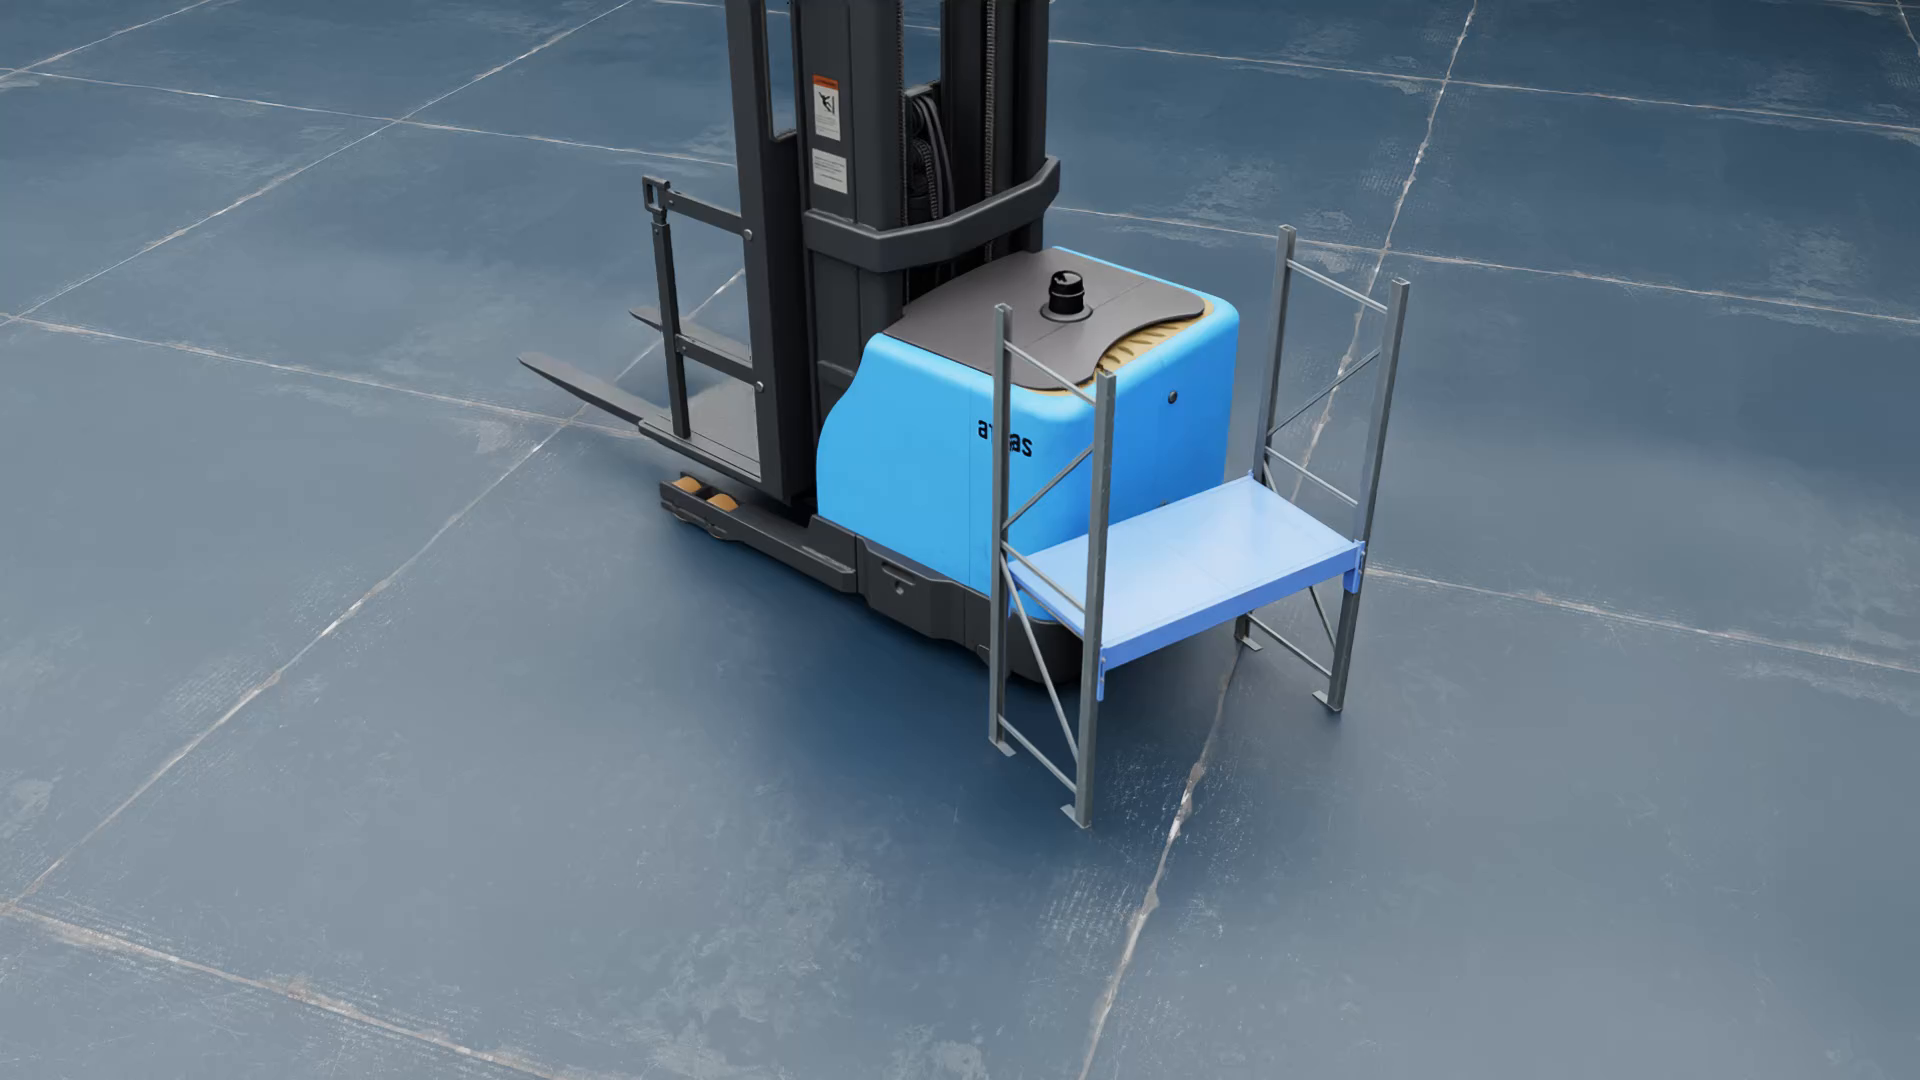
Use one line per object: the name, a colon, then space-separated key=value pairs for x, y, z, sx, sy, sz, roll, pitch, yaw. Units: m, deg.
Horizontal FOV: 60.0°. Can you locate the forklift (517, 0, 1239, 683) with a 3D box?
forklift: x=-0.511 y=-1.429 z=5.761 sx=3.031 sy=2.935 sz=1.130 roll=25 pitch=40 yaw=33

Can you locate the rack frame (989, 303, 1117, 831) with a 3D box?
rack frame: x=0.240 y=0.112 z=4.694 sx=0.032 sy=1.500 sz=0.500 roll=-19 pitch=38 yaw=-27

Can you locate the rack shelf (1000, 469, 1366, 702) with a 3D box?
rack shelf: x=0.667 y=0.113 z=5.024 sx=1.000 sy=0.185 sz=0.538 roll=-19 pitch=38 yaw=-27

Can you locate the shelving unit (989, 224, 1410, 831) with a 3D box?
shelving unit: x=0.667 y=-0.038 z=4.927 sx=1.048 sy=1.500 sz=0.538 roll=-19 pitch=38 yaw=-27

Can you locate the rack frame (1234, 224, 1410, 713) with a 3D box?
rack frame: x=1.093 y=-0.188 z=5.159 sx=0.032 sy=1.500 sz=0.500 roll=-19 pitch=38 yaw=-27
